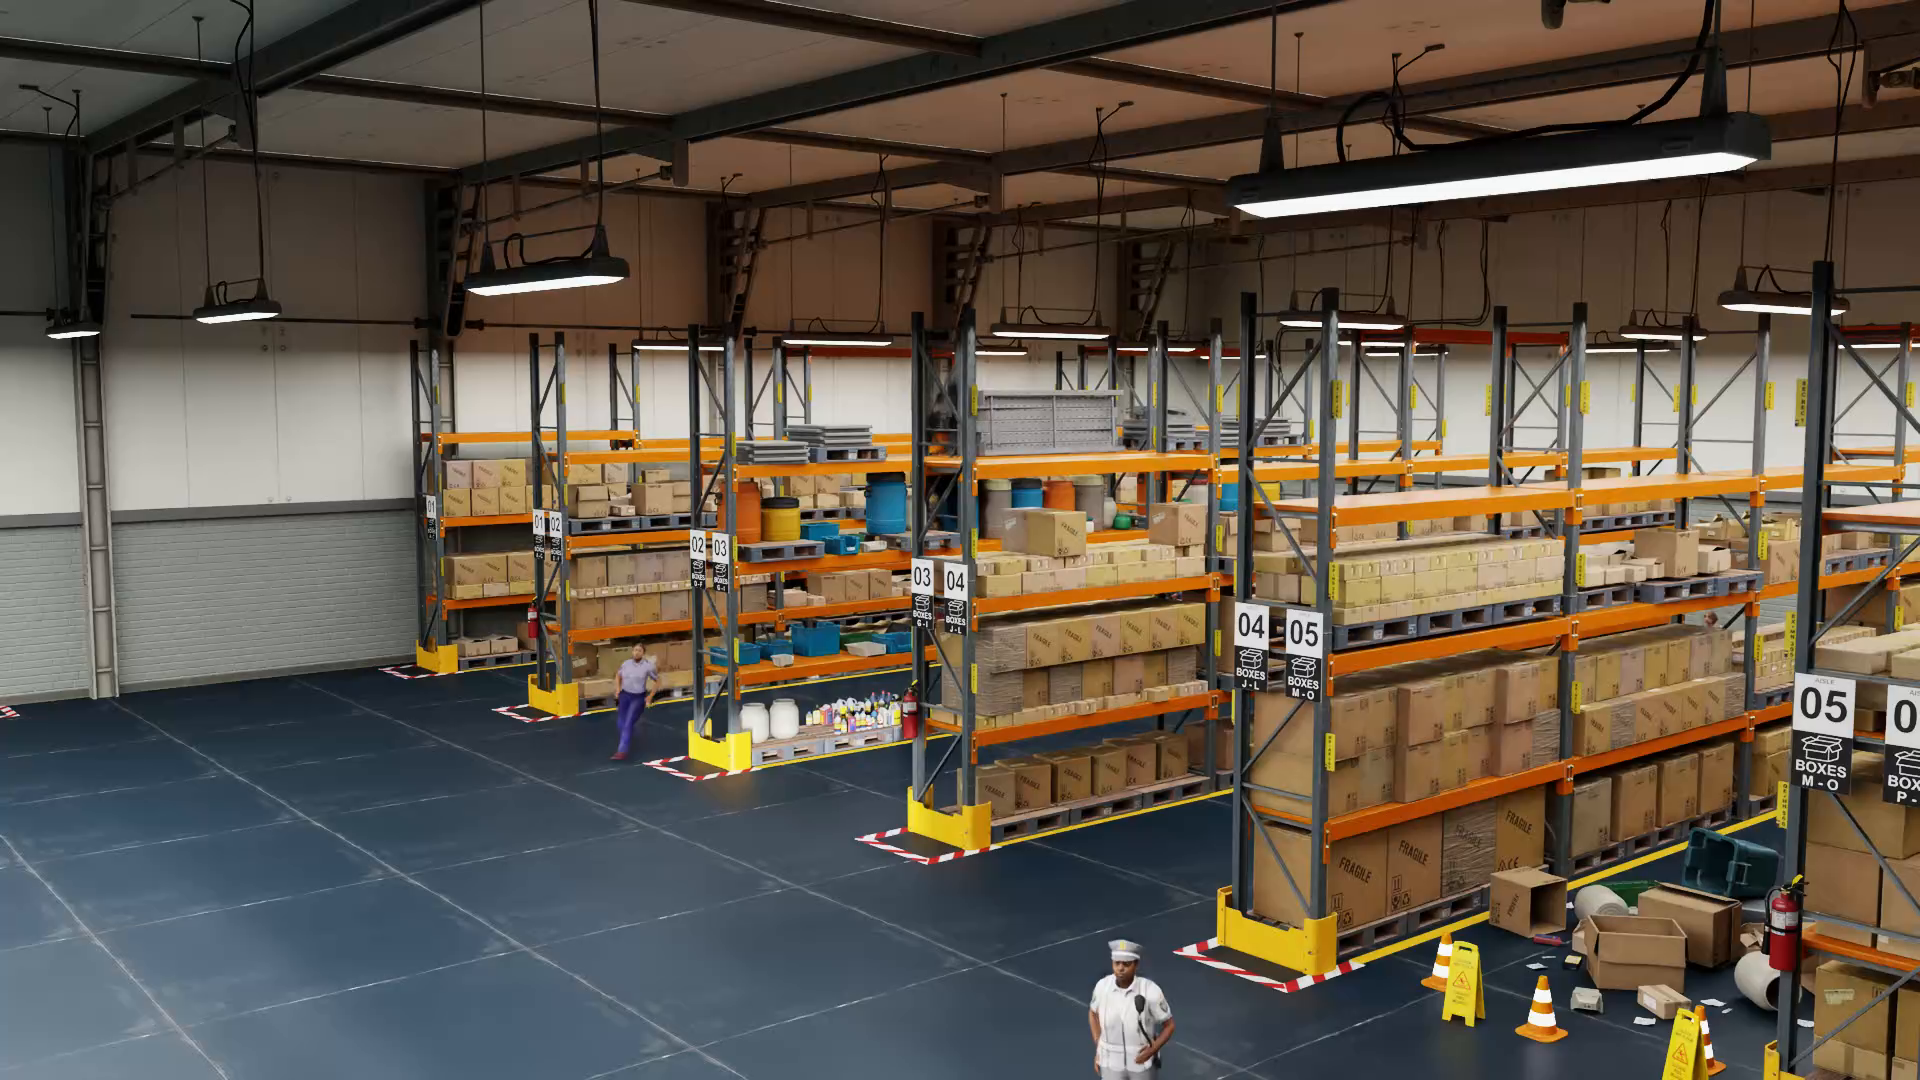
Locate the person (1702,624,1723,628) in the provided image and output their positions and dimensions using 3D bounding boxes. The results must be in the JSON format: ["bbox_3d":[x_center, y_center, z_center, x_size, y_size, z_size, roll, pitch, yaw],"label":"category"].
[{"bbox_3d":[12.093,1.982,26.833,0.470,1.267,0.542,-5,7,-43],"label":"person"}]

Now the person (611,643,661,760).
[{"bbox_3d":[2.340,2.577,19.552,15.643,1.582,4.988,1,5,12],"label":"person"}]

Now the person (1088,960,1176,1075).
[{"bbox_3d":[1.070,2.979,10.518,0.574,0.841,0.465,1,5,12],"label":"person"}]
